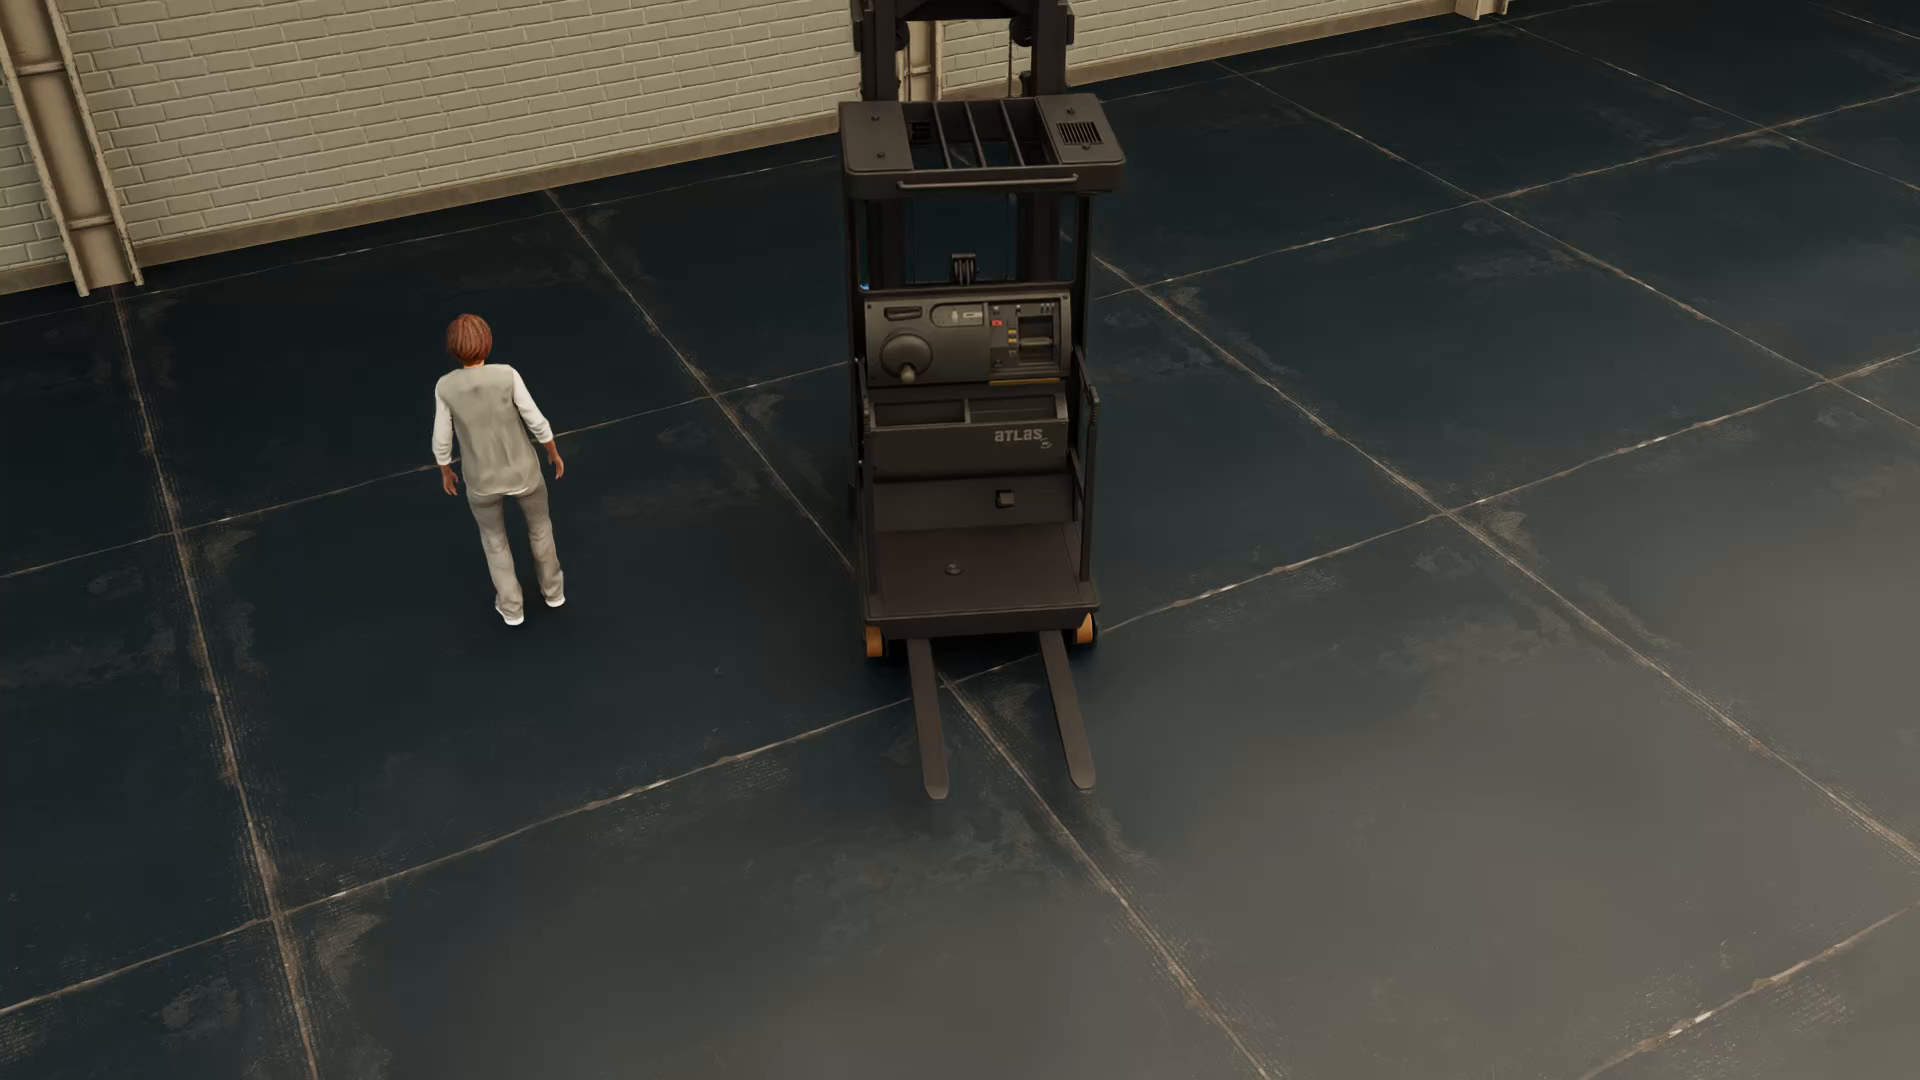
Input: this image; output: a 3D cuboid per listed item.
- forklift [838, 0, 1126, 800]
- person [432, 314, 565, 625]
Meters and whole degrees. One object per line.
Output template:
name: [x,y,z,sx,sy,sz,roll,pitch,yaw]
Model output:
forklift: [0.061,-0.846,7.320,1.130,2.935,3.031,-3,35,-5]
person: [-2.135,-0.322,7.745,0.560,1.587,0.397,-10,36,-13]
